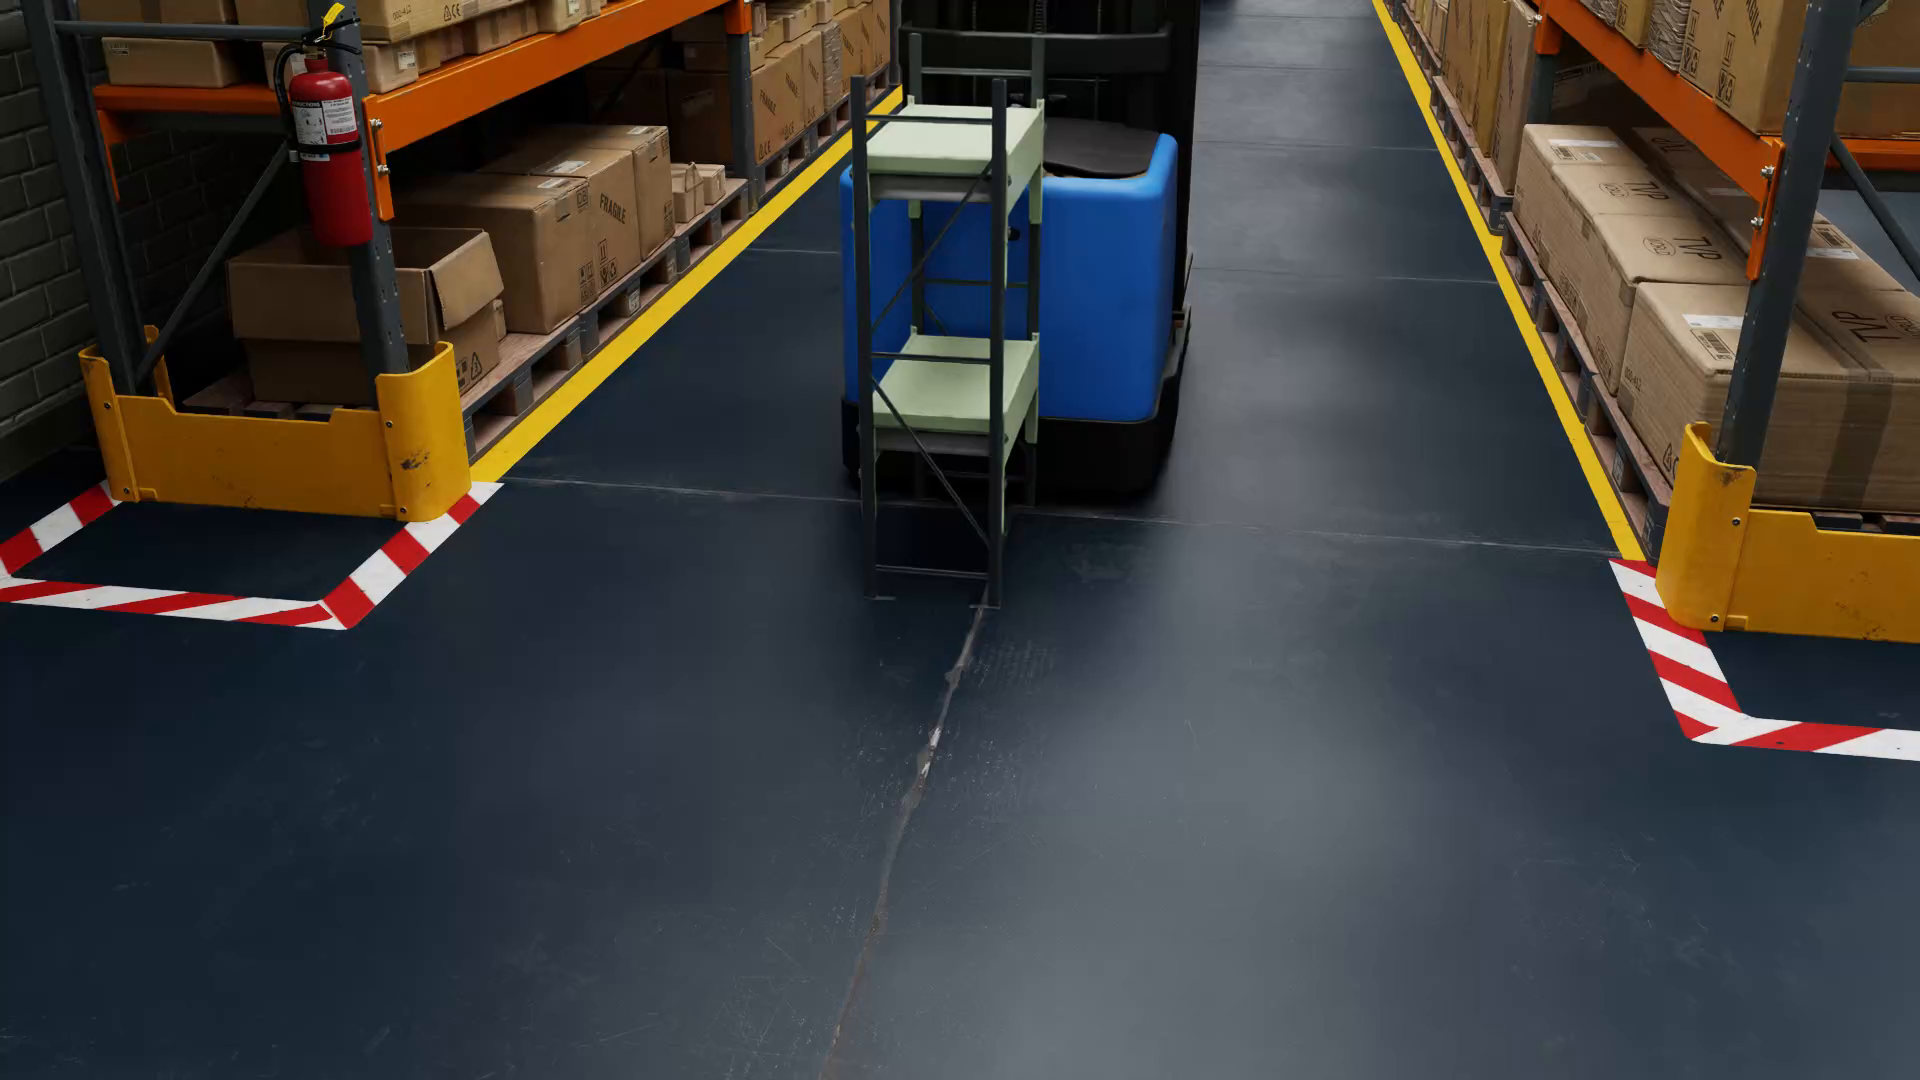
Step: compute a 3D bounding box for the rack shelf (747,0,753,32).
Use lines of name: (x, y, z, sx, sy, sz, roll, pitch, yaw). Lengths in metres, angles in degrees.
rack shelf: (-1.279, -3.675, 10.412, 1.077, 0.370, 4.000, 4, 25, 9)

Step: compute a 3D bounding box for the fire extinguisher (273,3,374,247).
fire extinguisher: (-1.828, -1.194, 4.794, 0.296, 0.674, 0.183, 4, 25, 9)

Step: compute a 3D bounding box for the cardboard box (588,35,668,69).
cardboard box: (-1.830, -2.690, 9.147, 0.380, 0.149, 0.250, 3, 25, 6)

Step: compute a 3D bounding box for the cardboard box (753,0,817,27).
cardboard box: (-1.118, -3.313, 10.478, 0.380, 0.149, 0.250, 4, 25, 9)

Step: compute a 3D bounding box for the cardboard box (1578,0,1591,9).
cardboard box: (2.870, -2.479, 6.890, 0.500, 0.500, 0.500, 4, 25, 9)

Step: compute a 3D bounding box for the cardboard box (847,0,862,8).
cardboard box: (-0.884, -3.742, 11.394, 0.380, 0.149, 0.250, 3, 25, 7)

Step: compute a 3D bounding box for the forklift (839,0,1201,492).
forklift: (0.370, -2.083, 6.242, 1.130, 2.935, 3.031, 4, 25, 9)

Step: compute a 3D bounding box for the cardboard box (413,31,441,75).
cardboard box: (-1.939, -1.606, 5.439, 0.380, 0.149, 0.250, 5, 25, 10)

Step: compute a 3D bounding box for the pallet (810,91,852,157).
pallet: (-1.313, -2.756, 10.889, 1.003, 0.211, 1.213, 4, 25, 9)

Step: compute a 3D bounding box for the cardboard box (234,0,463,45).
cardboard box: (-1.920, -1.730, 5.233, 0.500, 0.250, 0.500, 4, 25, 9)

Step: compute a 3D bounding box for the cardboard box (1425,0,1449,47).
cardboard box: (4.160, -4.040, 12.947, 0.950, 0.372, 0.625, 4, 25, 8)

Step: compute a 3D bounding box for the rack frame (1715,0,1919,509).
rack frame: (2.638, -1.149, 4.167, 1.000, 3.000, 0.127, 4, 25, 9)

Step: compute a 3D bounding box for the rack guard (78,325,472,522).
rack guard: (-2.247, -0.391, 5.496, 1.175, 0.500, 0.348, 4, 25, 9)

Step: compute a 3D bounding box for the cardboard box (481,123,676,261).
cardboard box: (-1.718, -1.588, 7.557, 0.700, 0.500, 0.500, 3, 25, 7)

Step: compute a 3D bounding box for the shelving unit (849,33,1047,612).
shelving unit: (-0.016, -0.644, 4.857, 0.431, 1.500, 0.755, 4, 25, 9)

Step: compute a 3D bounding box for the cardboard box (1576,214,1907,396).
cardboard box: (2.789, -0.845, 6.045, 0.875, 0.438, 0.875, 5, 25, 10)

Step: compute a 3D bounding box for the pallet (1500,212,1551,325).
pallet: (3.090, -1.247, 7.664, 1.003, 0.211, 1.213, 4, 25, 9)

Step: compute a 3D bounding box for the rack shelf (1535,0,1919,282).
rack shelf: (2.965, -1.660, 6.107, 1.077, 0.370, 4.000, 4, 25, 9)

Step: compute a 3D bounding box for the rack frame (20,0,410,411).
rack frame: (-2.259, -1.492, 4.898, 1.000, 3.000, 0.127, 4, 25, 9)

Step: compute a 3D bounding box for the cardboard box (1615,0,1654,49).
cardboard box: (2.699, -2.056, 5.987, 0.500, 0.500, 0.500, 5, 26, 10)

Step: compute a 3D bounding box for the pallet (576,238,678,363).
pallet: (-1.916, -1.103, 7.357, 1.003, 0.211, 1.213, 4, 25, 9)

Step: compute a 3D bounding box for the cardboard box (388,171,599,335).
cardboard box: (-1.888, -1.154, 6.630, 0.700, 0.500, 0.500, 5, 26, 11)

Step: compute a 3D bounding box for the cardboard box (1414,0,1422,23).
cardboard box: (4.402, -4.648, 14.245, 0.950, 0.372, 0.625, 6, 26, 12)

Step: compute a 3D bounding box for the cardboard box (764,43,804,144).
cardboard box: (-1.227, -2.633, 9.790, 0.500, 0.500, 0.500, 4, 25, 8)

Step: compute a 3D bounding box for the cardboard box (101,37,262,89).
cardboard box: (-2.470, -1.535, 5.288, 0.380, 0.149, 0.250, 4, 25, 8)

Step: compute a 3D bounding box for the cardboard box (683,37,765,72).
cardboard box: (-1.285, -2.648, 9.057, 0.380, 0.149, 0.250, 5, 26, 11)

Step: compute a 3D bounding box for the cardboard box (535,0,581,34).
cardboard box: (-1.676, -2.032, 6.349, 0.380, 0.149, 0.250, 3, 25, 7)

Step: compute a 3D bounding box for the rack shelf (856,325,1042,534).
rack shelf: (-0.016, -0.349, 4.995, 0.431, 0.370, 0.720, 4, 25, 9)

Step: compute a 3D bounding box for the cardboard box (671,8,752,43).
cardboard box: (-1.344, -2.787, 9.003, 0.380, 0.149, 0.250, 4, 25, 8)

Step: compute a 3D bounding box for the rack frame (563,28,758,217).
rack frame: (-1.606, -3.165, 8.472, 1.000, 3.000, 0.127, 4, 25, 9)

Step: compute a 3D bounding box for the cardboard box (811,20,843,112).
cardboard box: (-1.051, -3.058, 10.697, 0.500, 0.500, 0.500, 3, 25, 7)

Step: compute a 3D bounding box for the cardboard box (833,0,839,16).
cardboard box: (-1.012, -3.530, 10.942, 0.380, 0.149, 0.250, 4, 25, 8)

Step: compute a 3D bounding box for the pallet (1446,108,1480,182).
pallet: (3.541, -2.399, 10.126, 1.003, 0.211, 1.213, 4, 25, 9)

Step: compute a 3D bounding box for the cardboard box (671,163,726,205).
cardboard box: (-1.407, -1.810, 8.447, 0.380, 0.149, 0.250, 3, 25, 7)

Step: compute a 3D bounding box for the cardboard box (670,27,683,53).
cardboard box: (-1.761, -2.903, 9.602, 0.380, 0.149, 0.250, 4, 25, 9)

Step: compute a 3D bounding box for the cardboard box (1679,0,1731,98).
cardboard box: (2.553, -1.624, 5.062, 0.500, 0.500, 0.500, 3, 25, 7)

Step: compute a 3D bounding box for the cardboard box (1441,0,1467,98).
cardboard box: (3.751, -3.440, 11.072, 0.875, 0.875, 0.875, 4, 25, 8)

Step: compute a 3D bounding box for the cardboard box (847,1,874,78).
cardboard box: (-0.901, -3.495, 11.632, 0.500, 0.500, 0.500, 4, 25, 8)

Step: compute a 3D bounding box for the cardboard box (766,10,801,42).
cardboard box: (-1.176, -3.095, 10.012, 0.380, 0.149, 0.250, 4, 25, 8)

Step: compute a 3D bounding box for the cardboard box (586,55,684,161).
cardboard box: (-1.817, -2.448, 9.396, 0.500, 0.500, 0.500, 4, 25, 8)

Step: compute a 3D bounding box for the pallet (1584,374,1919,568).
pallet: (2.692, -0.226, 5.484, 1.003, 0.211, 1.213, 4, 25, 9)

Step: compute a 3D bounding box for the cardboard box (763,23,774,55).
cardboard box: (-1.285, -2.877, 9.547, 0.380, 0.149, 0.250, 3, 25, 6)

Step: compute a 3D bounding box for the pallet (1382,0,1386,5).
pallet: (4.871, -5.700, 17.179, 1.003, 0.211, 1.213, 4, 25, 9)

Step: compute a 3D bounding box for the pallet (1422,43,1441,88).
pallet: (4.075, -3.559, 12.604, 1.003, 0.211, 1.213, 4, 25, 9)

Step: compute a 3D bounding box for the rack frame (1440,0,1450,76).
rack frame: (3.945, -4.495, 11.315, 1.000, 3.000, 0.127, 4, 25, 9)

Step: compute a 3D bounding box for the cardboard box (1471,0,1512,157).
cardboard box: (3.454, -2.693, 9.477, 0.875, 0.875, 0.875, 5, 26, 10)

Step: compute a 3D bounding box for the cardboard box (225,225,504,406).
cardboard box: (-2.066, -0.800, 5.871, 0.797, 0.503, 0.637, 3, 25, 6)

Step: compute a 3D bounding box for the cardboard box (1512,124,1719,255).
cardboard box: (3.083, -1.597, 7.650, 0.875, 0.438, 0.875, 4, 25, 8)

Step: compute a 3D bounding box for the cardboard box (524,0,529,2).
cardboard box: (-1.758, -2.153, 6.137, 0.500, 0.250, 0.500, 4, 25, 8)

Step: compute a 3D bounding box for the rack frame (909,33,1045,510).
rack frame: (0.048, -0.797, 5.183, 0.400, 1.500, 0.023, 4, 25, 9)

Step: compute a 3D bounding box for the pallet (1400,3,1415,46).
pallet: (4.473, -4.579, 14.785, 1.003, 0.211, 1.213, 4, 25, 9)

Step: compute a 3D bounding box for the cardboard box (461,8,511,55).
cardboard box: (-1.829, -1.820, 5.896, 0.380, 0.149, 0.250, 5, 26, 10)

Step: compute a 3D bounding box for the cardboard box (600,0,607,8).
cardboard box: (-1.679, -2.256, 6.827, 0.380, 0.149, 0.250, 4, 25, 8)
